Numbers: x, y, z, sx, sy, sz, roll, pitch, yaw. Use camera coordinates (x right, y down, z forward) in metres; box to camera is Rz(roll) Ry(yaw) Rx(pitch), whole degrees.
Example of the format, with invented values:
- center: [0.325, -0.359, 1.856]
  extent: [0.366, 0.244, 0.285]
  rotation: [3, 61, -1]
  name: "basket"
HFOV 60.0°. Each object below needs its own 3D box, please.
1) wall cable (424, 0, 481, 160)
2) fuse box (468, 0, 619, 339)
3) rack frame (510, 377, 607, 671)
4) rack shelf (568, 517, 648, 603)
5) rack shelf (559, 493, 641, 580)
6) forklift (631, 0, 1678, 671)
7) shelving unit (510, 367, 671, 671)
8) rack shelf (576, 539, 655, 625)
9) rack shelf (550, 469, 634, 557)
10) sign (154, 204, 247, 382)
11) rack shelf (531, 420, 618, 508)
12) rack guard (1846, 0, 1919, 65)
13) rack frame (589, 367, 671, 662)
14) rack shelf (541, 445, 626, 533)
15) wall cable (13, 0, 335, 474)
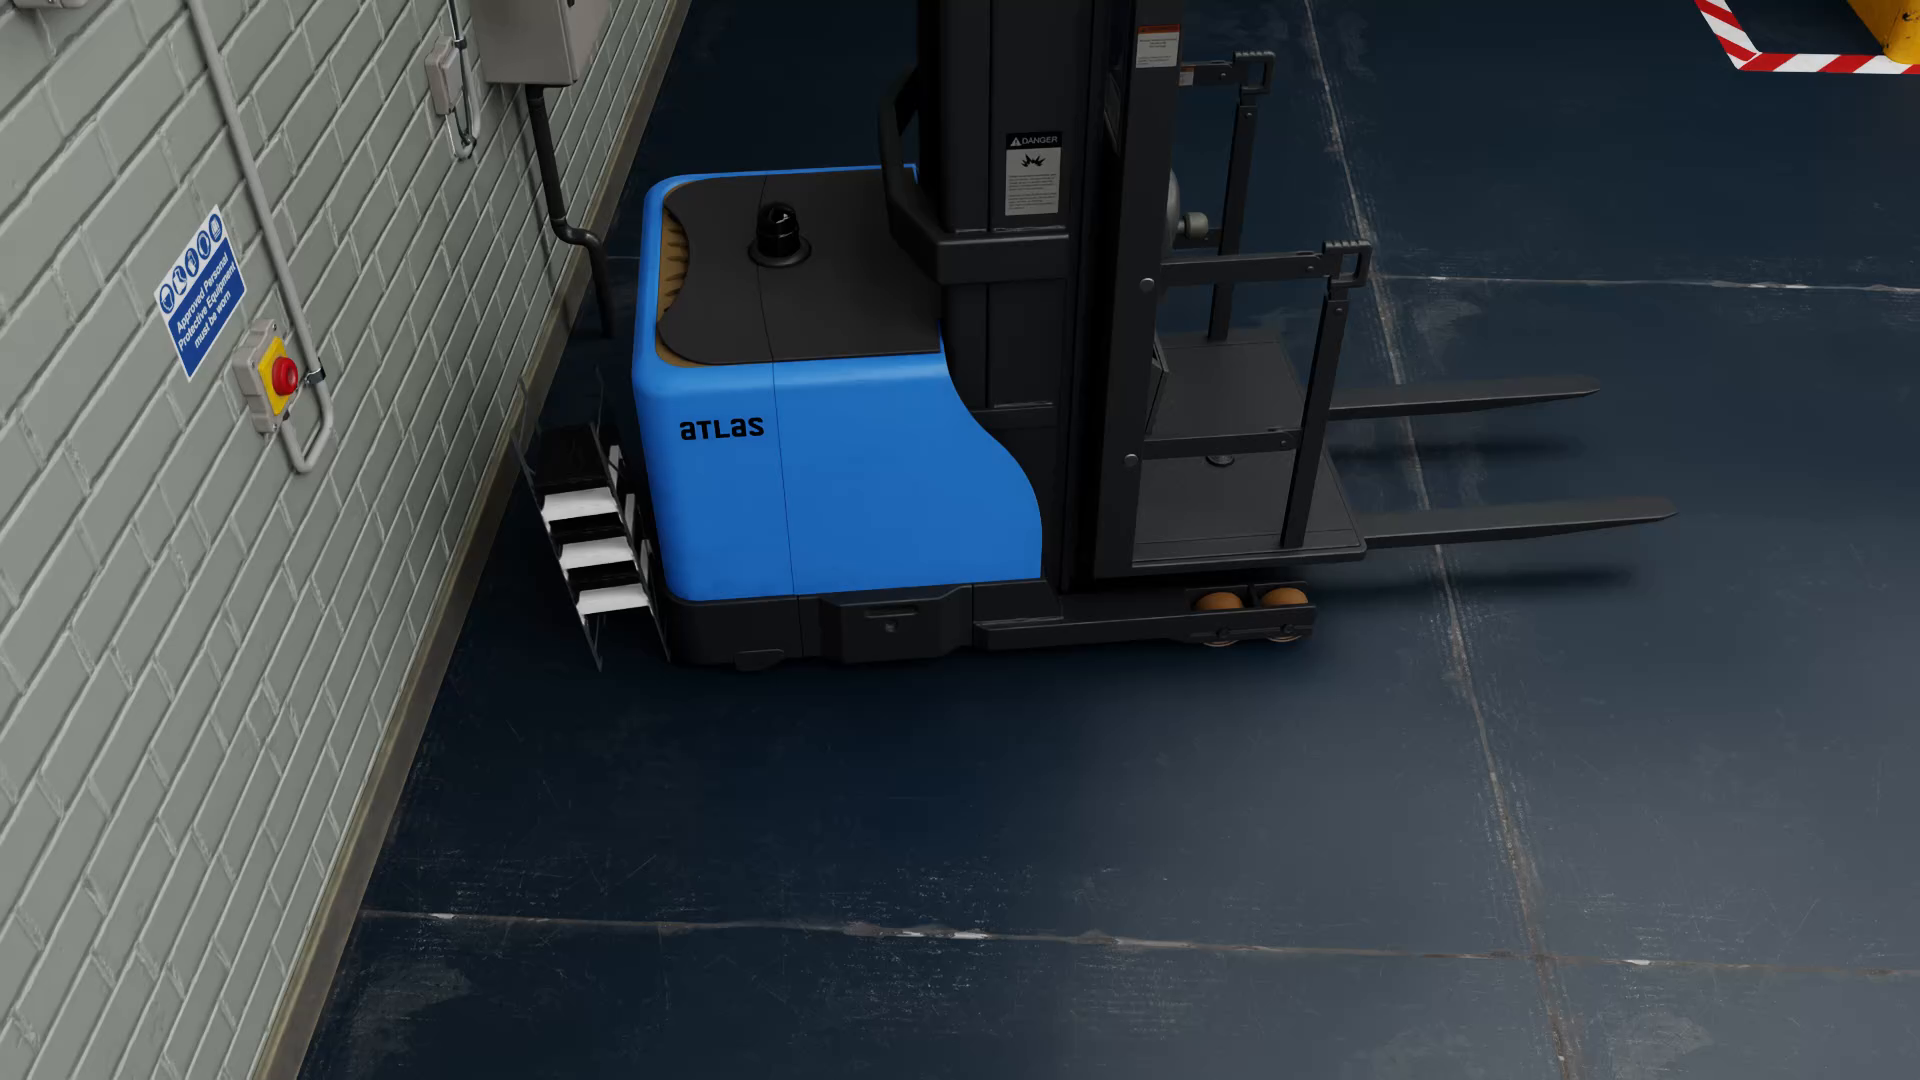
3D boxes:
- center: [-1.430, -1.776, 4.211]
  extent: [0.122, 1.984, 0.588]
  rotation: [2, 43, 2]
  name: "wall cable"
- center: [-1.242, -1.393, 5.490]
  extent: [0.414, 1.711, 0.539]
  rotation: [2, 43, 2]
  name: "fuse box"
- center: [-1.104, -0.024, 4.618]
  extent: [0.006, 0.900, 0.240]
  rotation: [-8, 43, 0]
  name: "rack frame"
- center: [-0.991, 0.051, 4.702]
  extent: [0.200, 0.077, 0.258]
  rotation: [-8, 43, 0]
  name: "rack shelf"
- center: [-1.000, -0.014, 4.641]
  extent: [0.200, 0.077, 0.258]
  rotation: [-8, 43, 0]
  name: "rack shelf"
- center: [0.626, -1.115, 4.297]
  extent: [3.031, 2.935, 1.130]
  rotation: [-4, 43, -4]
  name: "forklift"
- center: [-1.004, -0.038, 4.618]
  extent: [0.210, 0.900, 0.258]
  rotation: [-8, 43, 0]
  name: "shelving unit"
- center: [-0.982, 0.116, 4.764]
  extent: [0.200, 0.077, 0.258]
  rotation: [-8, 43, 0]
  name: "rack shelf"
- center: [-1.009, -0.079, 4.579]
  extent: [0.200, 0.077, 0.258]
  rotation: [-8, 43, 0]
  name: "rack shelf"
- center: [-1.545, -0.506, 3.395]
  extent: [0.001, 0.218, 0.327]
  rotation: [2, 43, 2]
  name: "sign"
- center: [-1.028, -0.209, 4.456]
  extent: [0.200, 0.077, 0.258]
  rotation: [-8, 43, 0]
  name: "rack shelf"
- center: [4.448, -2.744, 7.829]
  extent: [0.348, 0.500, 1.175]
  rotation: [2, 43, 2]
  name: "rack guard"
- center: [-0.903, -0.052, 4.617]
  extent: [0.006, 0.900, 0.240]
  rotation: [-8, 43, 0]
  name: "rack frame"
- center: [-1.019, -0.144, 4.517]
  extent: [0.200, 0.077, 0.258]
  rotation: [-8, 43, 0]
  name: "rack shelf"
- center: [-1.482, -0.822, 3.163]
  extent: [0.123, 1.953, 0.585]
  rotation: [2, 43, 2]
  name: "wall cable"
